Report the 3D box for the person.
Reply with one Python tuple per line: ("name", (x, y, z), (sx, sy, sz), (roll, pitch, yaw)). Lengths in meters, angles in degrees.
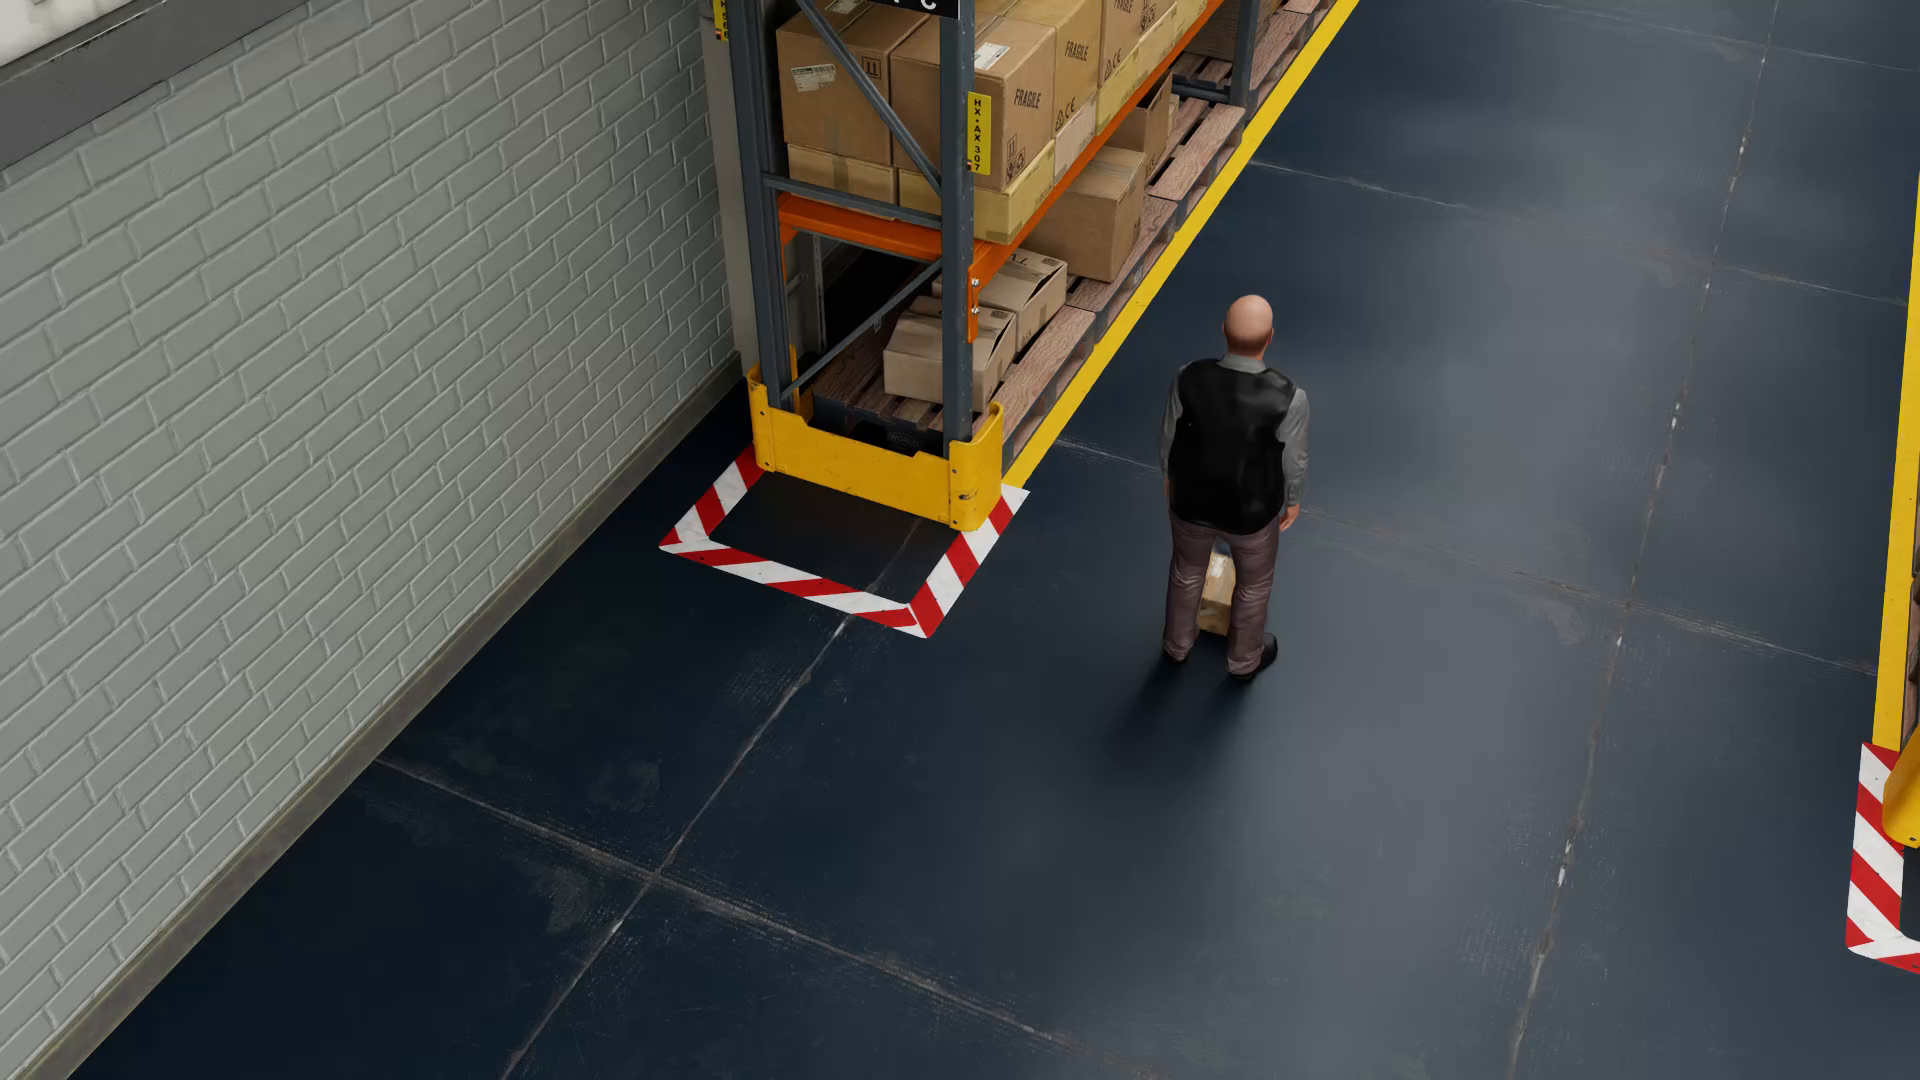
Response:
("person", (1.012, -0.151, 6.346), (0.570, 1.721, 0.419), (16, 44, 17))
